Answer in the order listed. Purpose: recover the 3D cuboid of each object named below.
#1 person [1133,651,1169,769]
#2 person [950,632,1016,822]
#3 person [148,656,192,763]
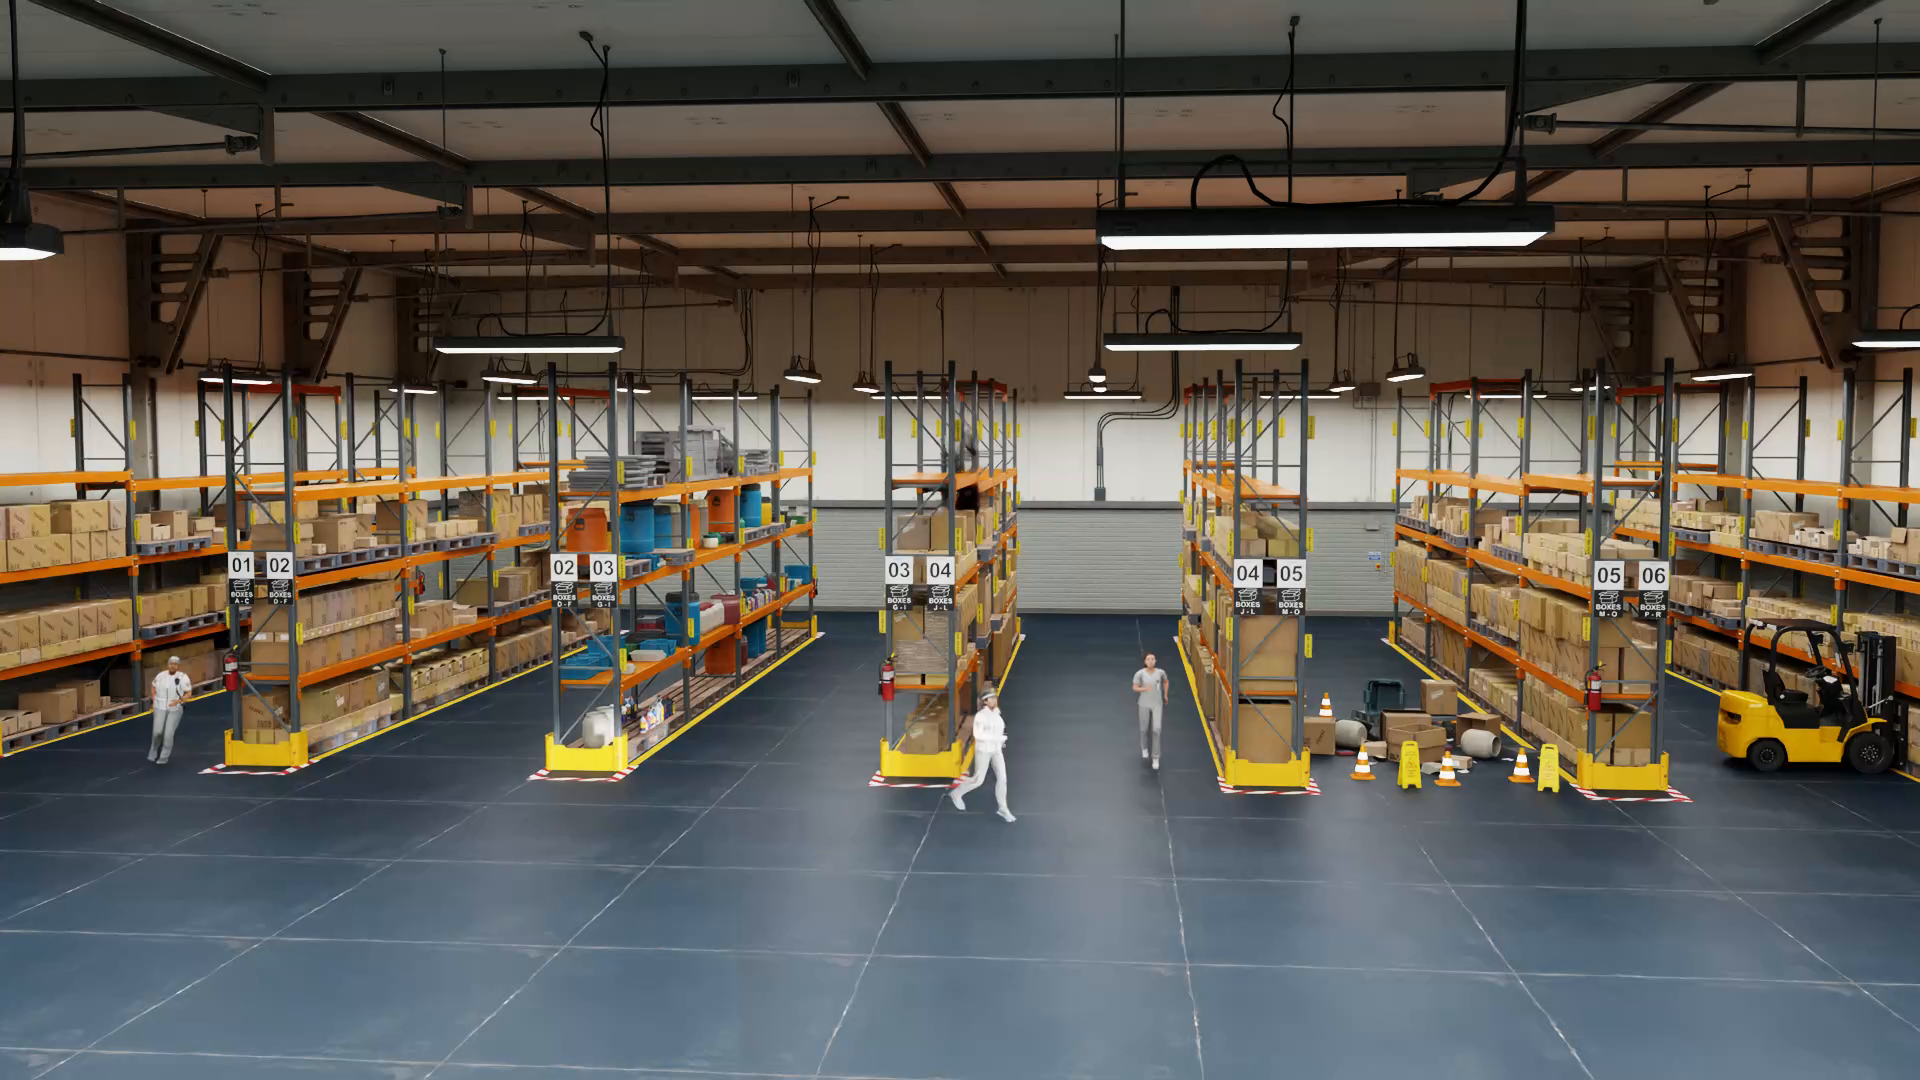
[{"bbox_3d":[2.855,2.509,24.900,0.551,1.691,0.908,0,4,4],"label":"person"},{"bbox_3d":[0.219,2.482,22.533,2.480,2.100,2.048,3,5,41],"label":"person"},{"bbox_3d":[-11.900,2.556,25.015,0.643,1.619,0.529,-1,4,-19],"label":"person"}]
